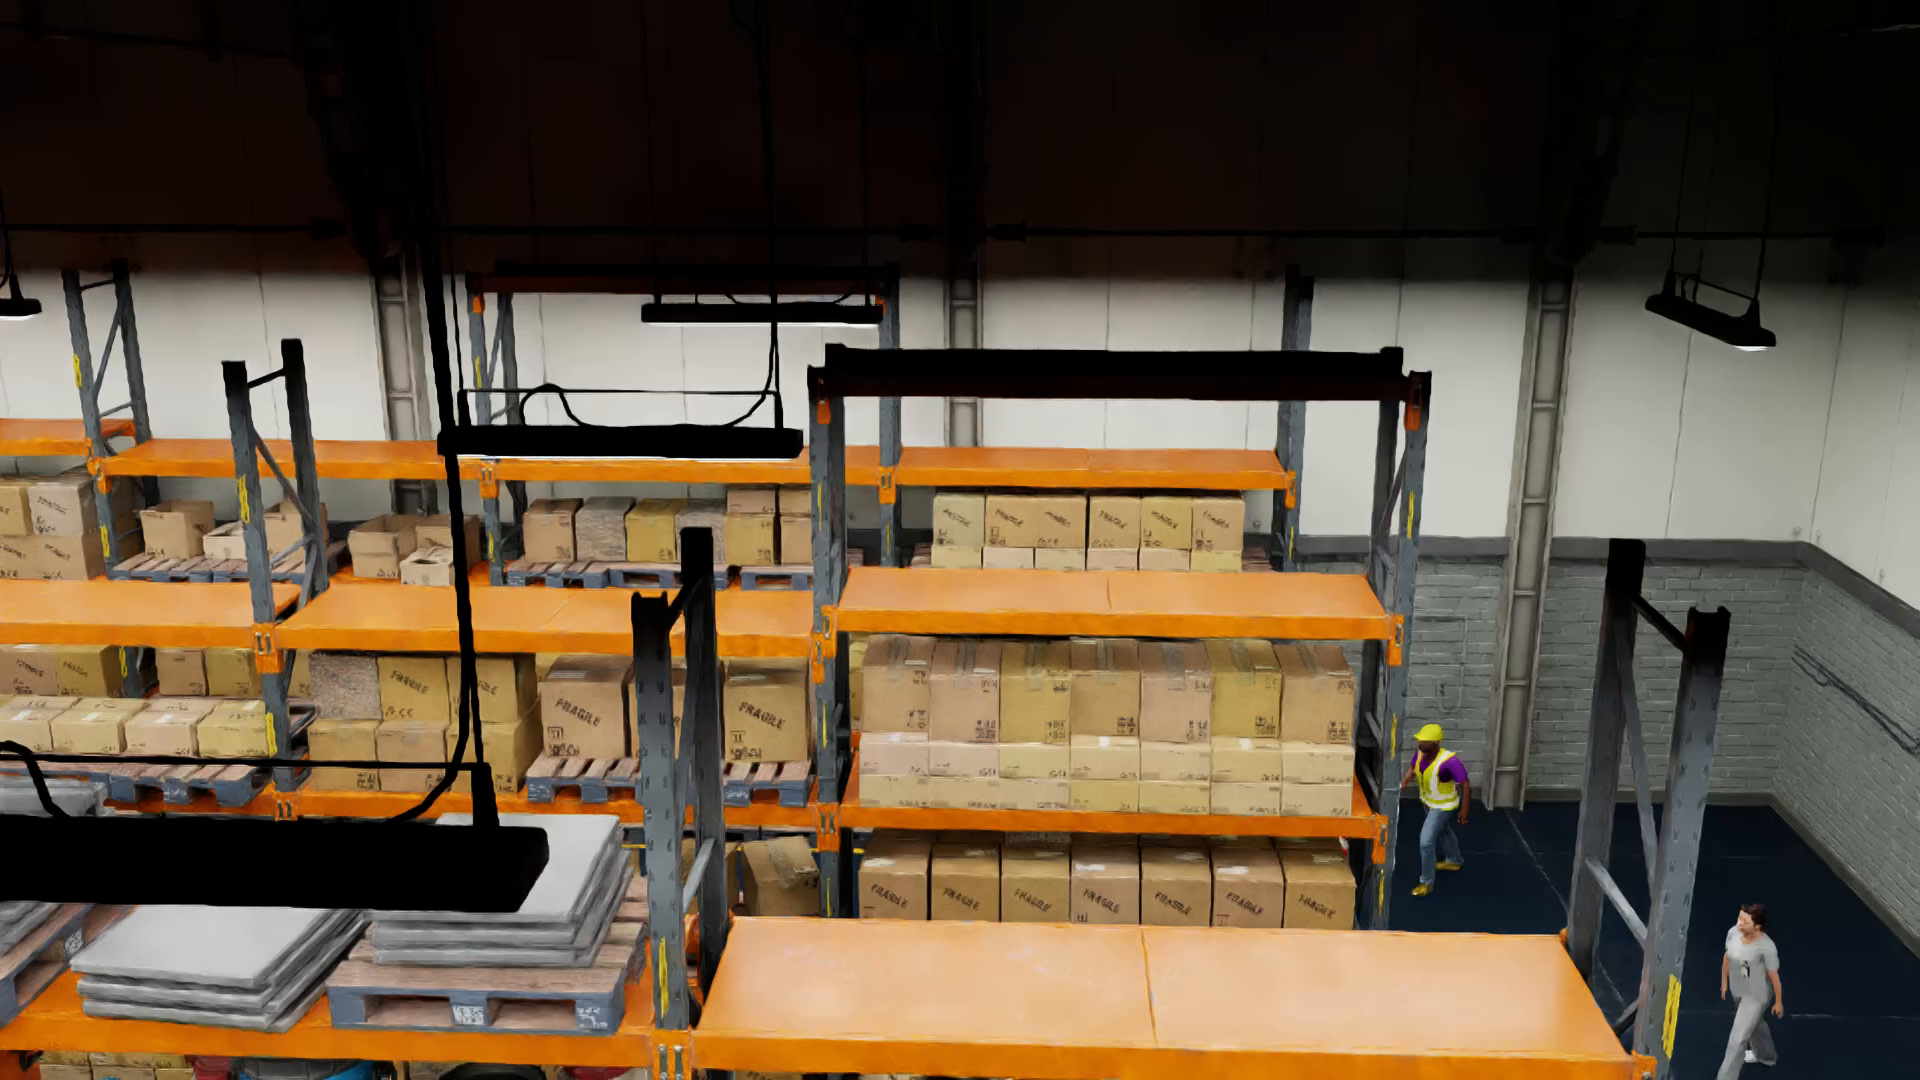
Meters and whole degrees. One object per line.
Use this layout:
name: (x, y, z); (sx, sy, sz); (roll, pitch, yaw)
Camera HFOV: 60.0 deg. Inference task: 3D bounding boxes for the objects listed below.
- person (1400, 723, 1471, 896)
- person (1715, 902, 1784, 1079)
person: (4.755, 2.609, 16.549); (0.831, 1.696, 0.712); (-4, 17, -15)
person: (6.276, 3.614, 13.269); (0.951, 1.622, 0.483); (-6, 17, -19)
